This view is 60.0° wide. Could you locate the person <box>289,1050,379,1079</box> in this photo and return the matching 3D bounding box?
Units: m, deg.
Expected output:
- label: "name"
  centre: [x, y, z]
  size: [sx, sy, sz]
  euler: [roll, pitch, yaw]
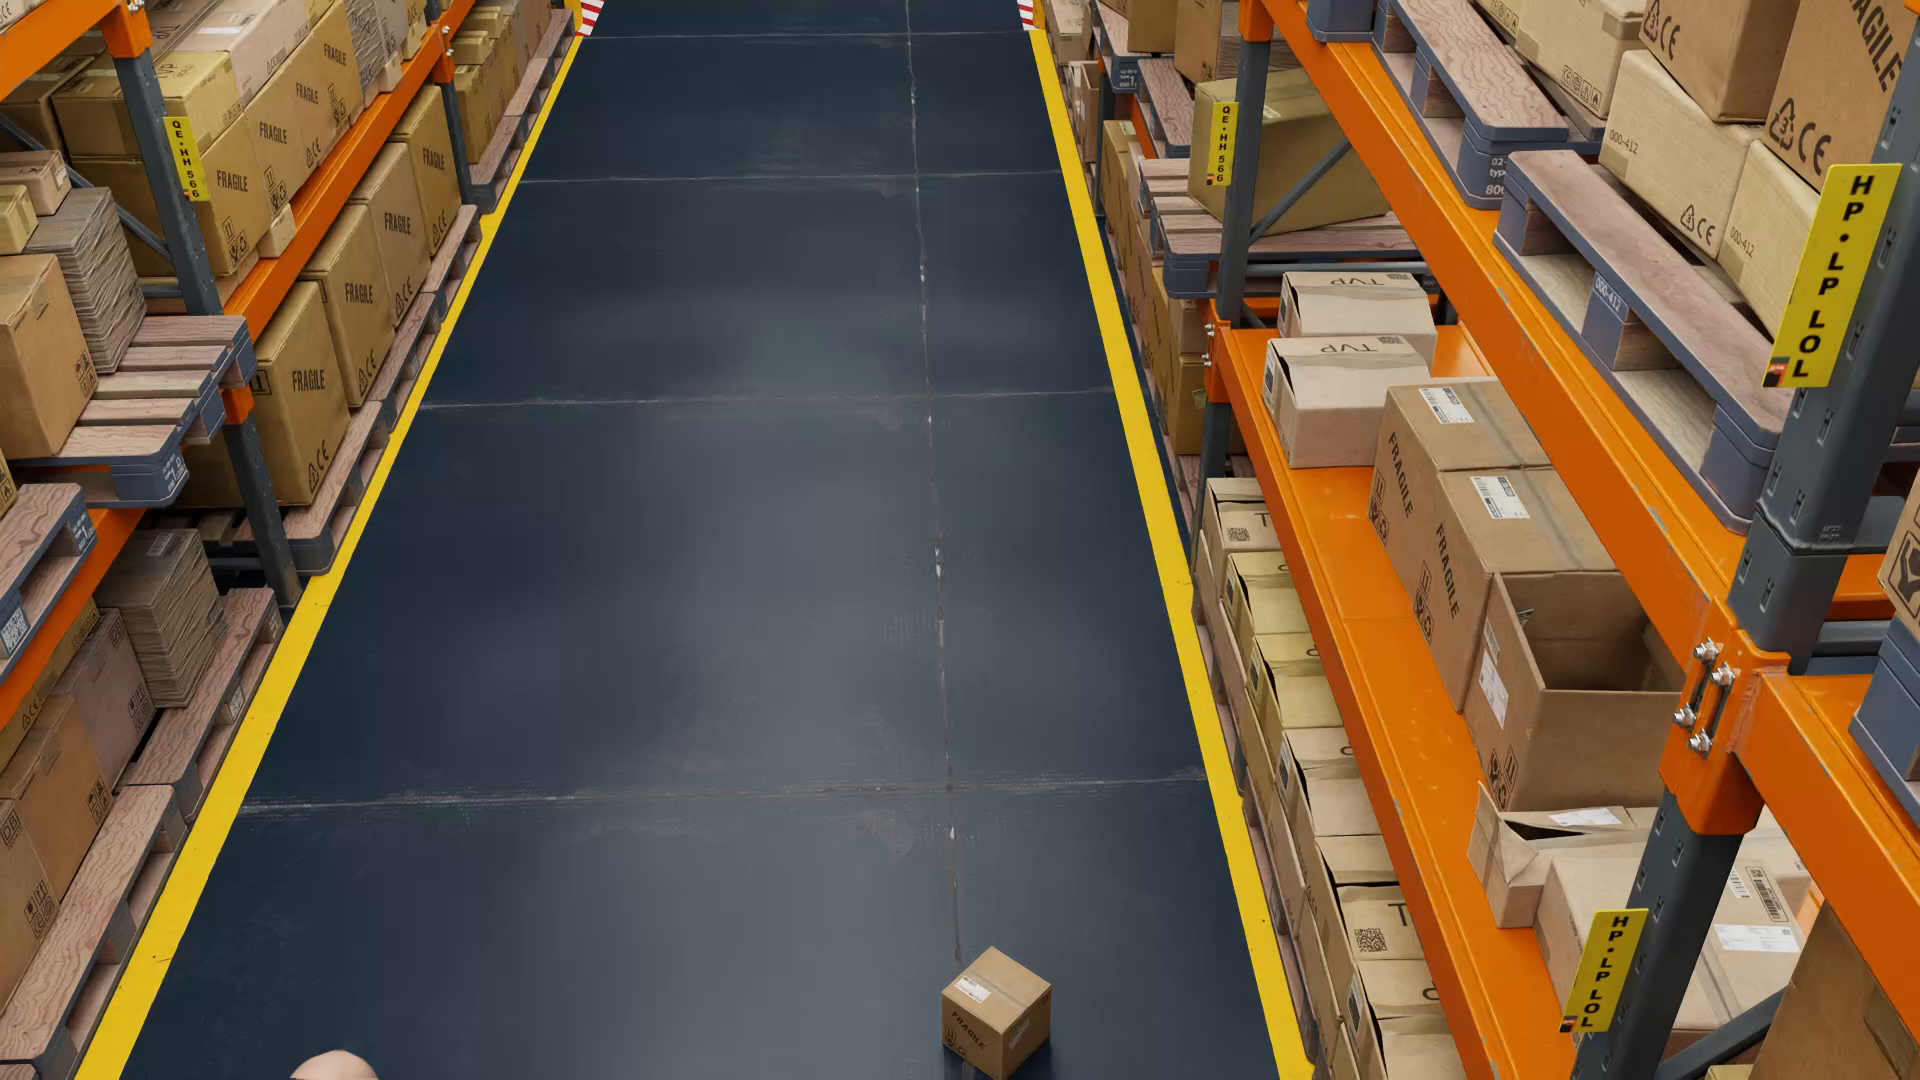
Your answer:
- label: "person"
  centre: [-1.248, 1.790, 3.566]
  size: [0.568, 1.807, 0.468]
  euler: [20, 40, 27]
